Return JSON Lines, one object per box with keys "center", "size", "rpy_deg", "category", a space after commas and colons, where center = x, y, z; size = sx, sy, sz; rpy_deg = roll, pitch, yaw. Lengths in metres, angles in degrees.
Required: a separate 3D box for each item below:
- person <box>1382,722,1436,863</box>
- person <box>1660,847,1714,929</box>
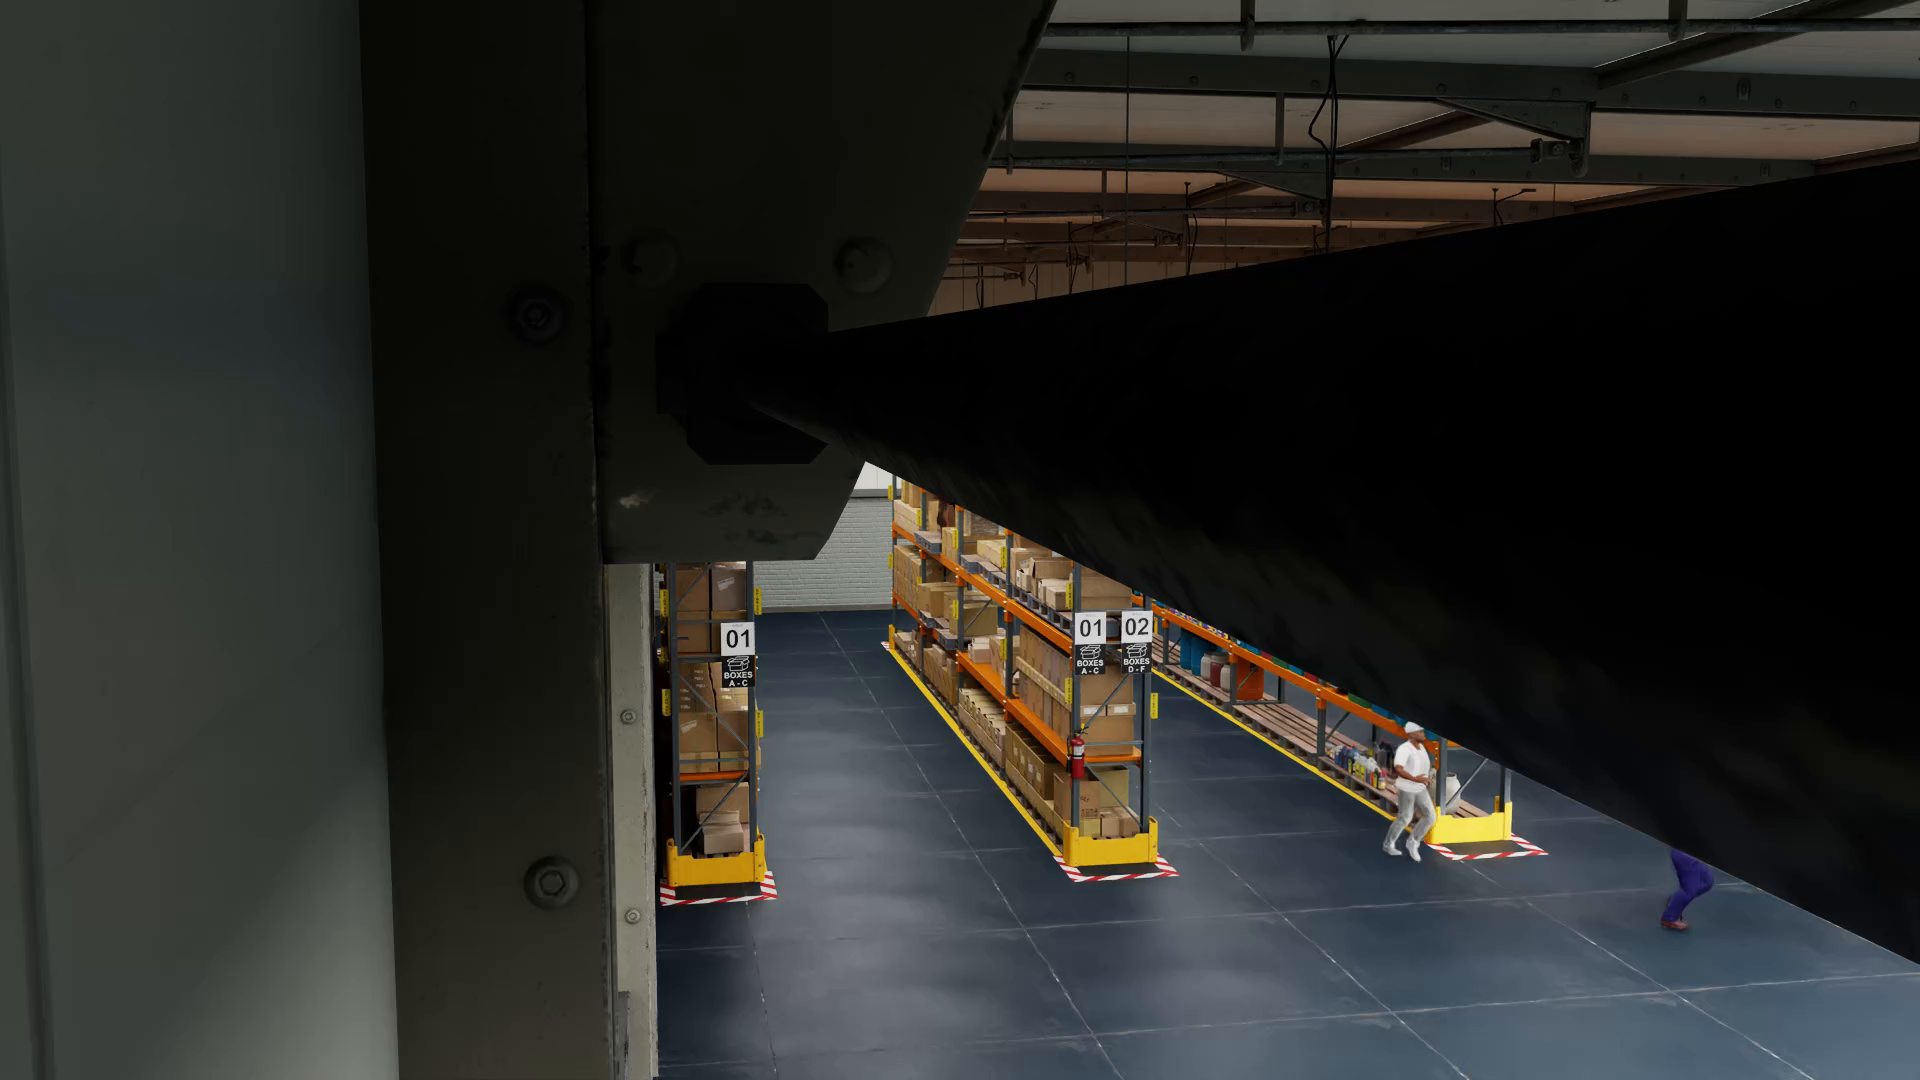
{"center": [5.769, 3.186, 21.148], "size": [0.757, 1.757, 0.657], "rpy_deg": [-5, 8, -41], "category": "person"}
{"center": [8.134, 3.529, 18.490], "size": [0.593, 1.610, 0.565], "rpy_deg": [2, 6, 17], "category": "person"}
